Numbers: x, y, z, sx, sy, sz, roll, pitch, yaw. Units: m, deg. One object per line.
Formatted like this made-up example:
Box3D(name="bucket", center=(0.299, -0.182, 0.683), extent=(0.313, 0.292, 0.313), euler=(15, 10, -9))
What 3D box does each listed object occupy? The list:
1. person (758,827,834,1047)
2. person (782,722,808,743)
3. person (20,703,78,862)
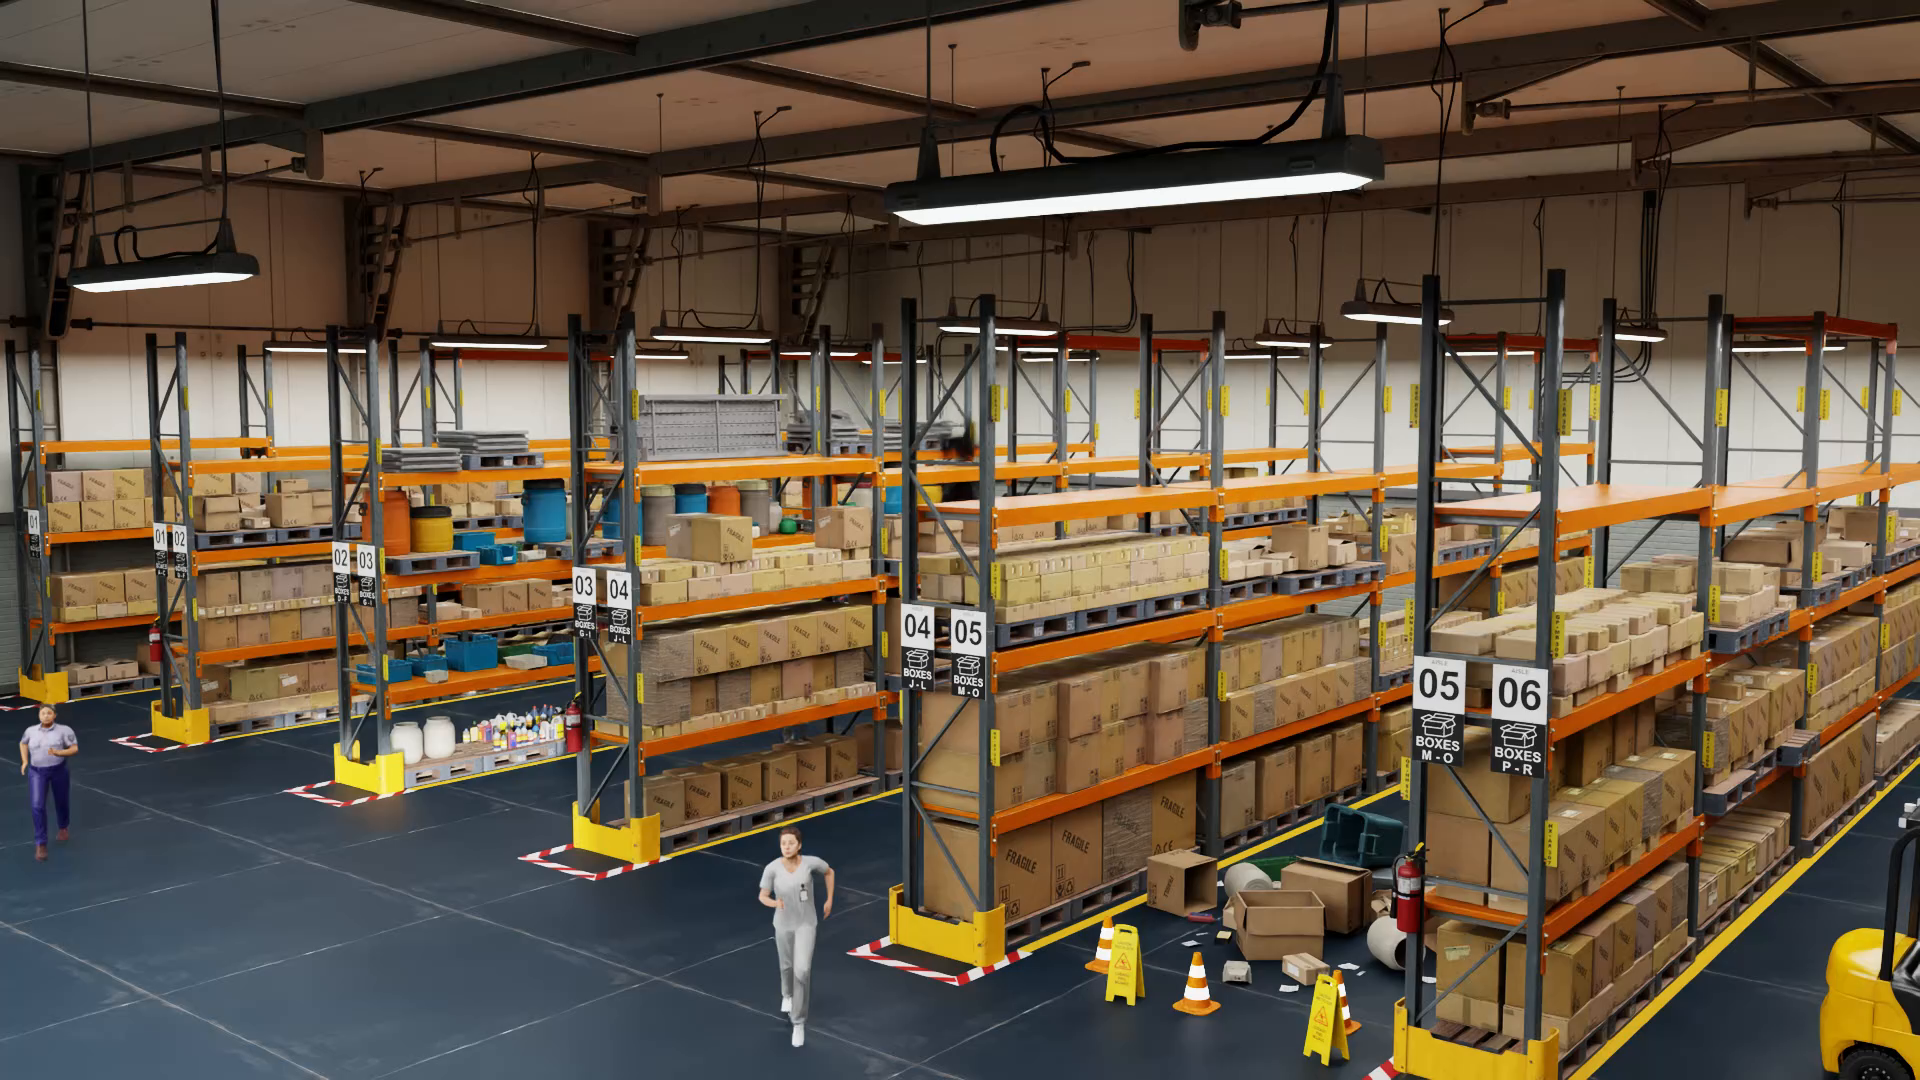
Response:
Box3D(name="person", center=(-1.313, 3.132, 13.403), extent=(0.572, 1.707, 0.882), euler=(0, 5, 3))
Box3D(name="person", center=(-2.394, 2.229, 23.763), extent=(0.505, 1.597, 0.667), euler=(2, 6, 23))
Box3D(name="person", center=(-10.194, 2.669, 18.630), extent=(0.594, 1.664, 0.873), euler=(-2, 6, -25))
